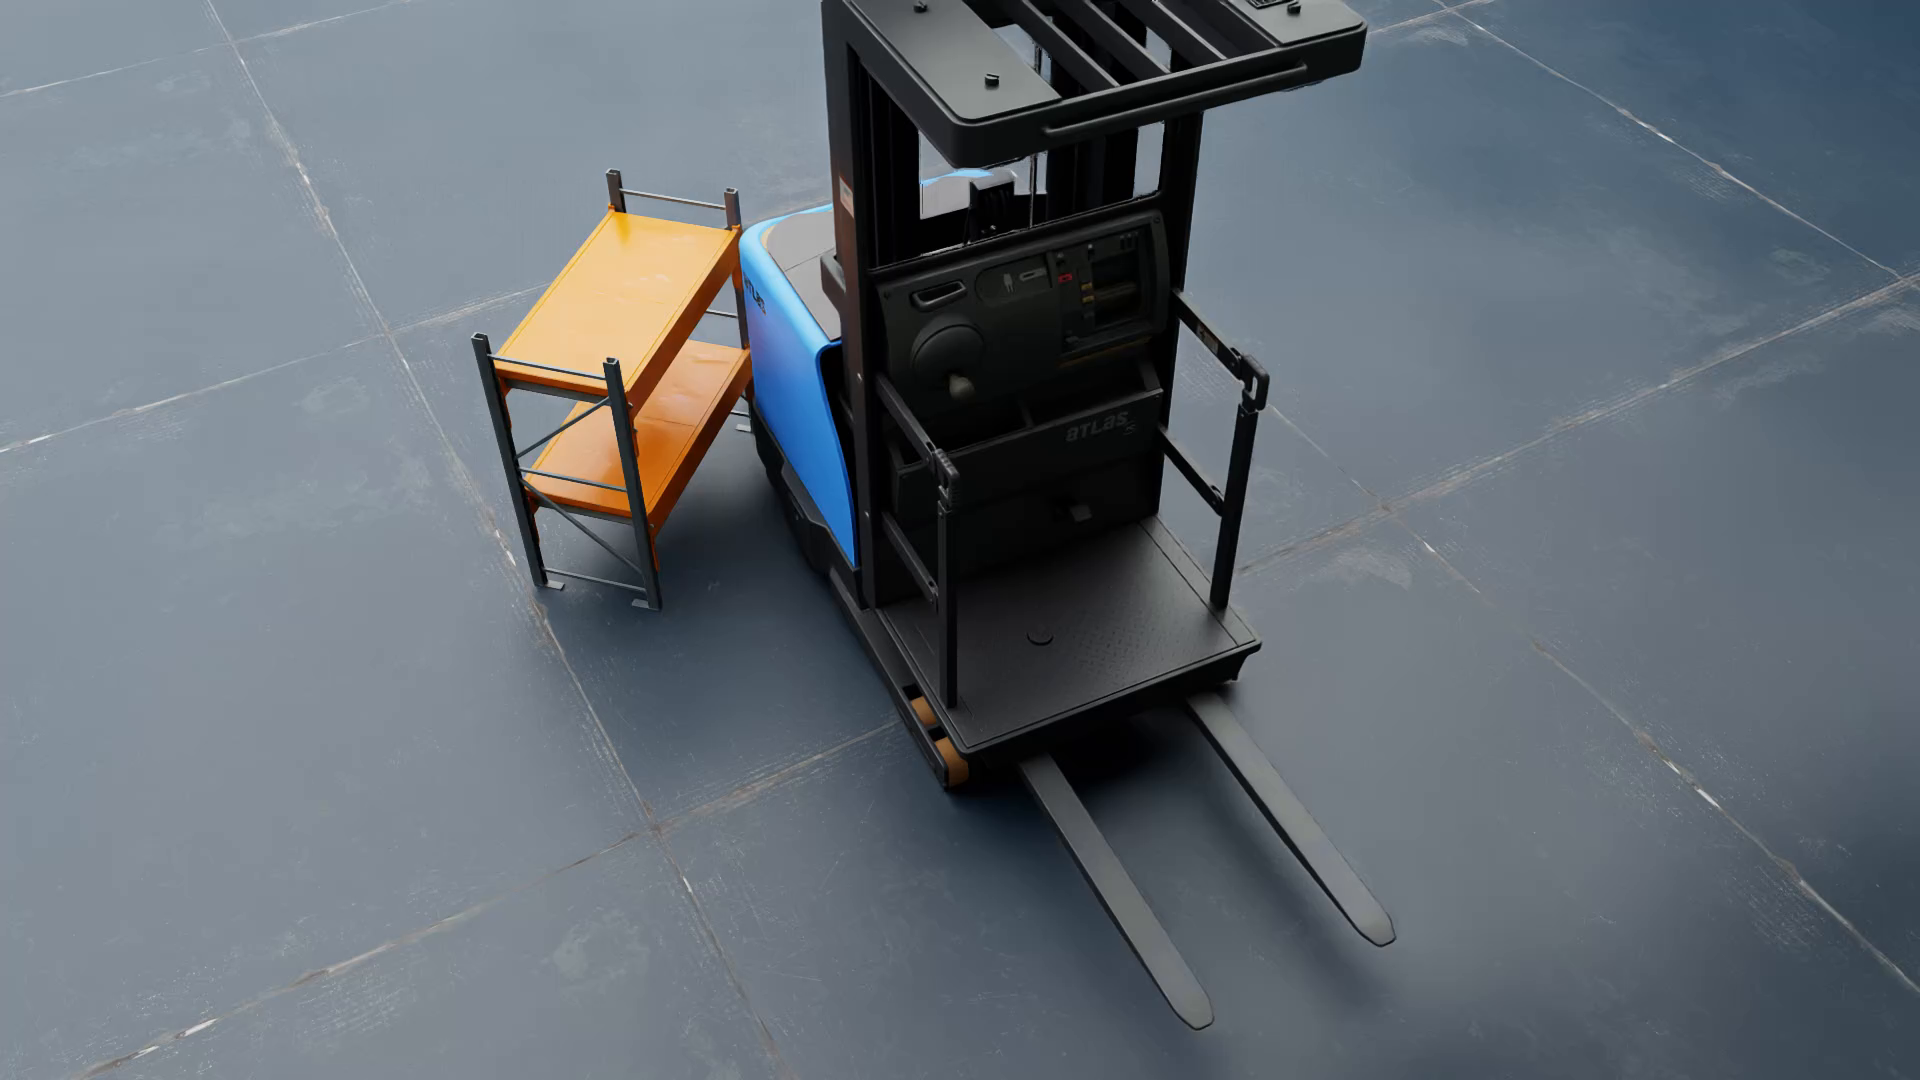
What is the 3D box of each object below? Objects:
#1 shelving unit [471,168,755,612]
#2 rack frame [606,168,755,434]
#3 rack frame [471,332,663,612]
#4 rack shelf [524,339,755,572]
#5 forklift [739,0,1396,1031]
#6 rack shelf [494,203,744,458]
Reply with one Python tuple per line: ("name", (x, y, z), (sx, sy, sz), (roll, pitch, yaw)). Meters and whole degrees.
("shelving unit", (-1.176, -0.544, 6.003), (0.538, 1.125, 1.048), (11, 45, 11))
("rack frame", (-1.035, -0.884, 6.354), (0.500, 1.125, 0.032), (11, 45, 11))
("rack frame", (-1.316, -0.204, 5.652), (0.500, 1.125, 0.032), (11, 45, 11))
("rack shelf", (-1.176, -0.369, 6.173), (0.538, 0.278, 1.000), (11, 45, 11))
("forklift", (0.295, -0.601, 4.765), (1.130, 2.935, 3.031), (-18, 47, -18))
("rack shelf", (-1.176, -0.754, 5.799), (0.538, 0.278, 1.000), (11, 45, 11))
